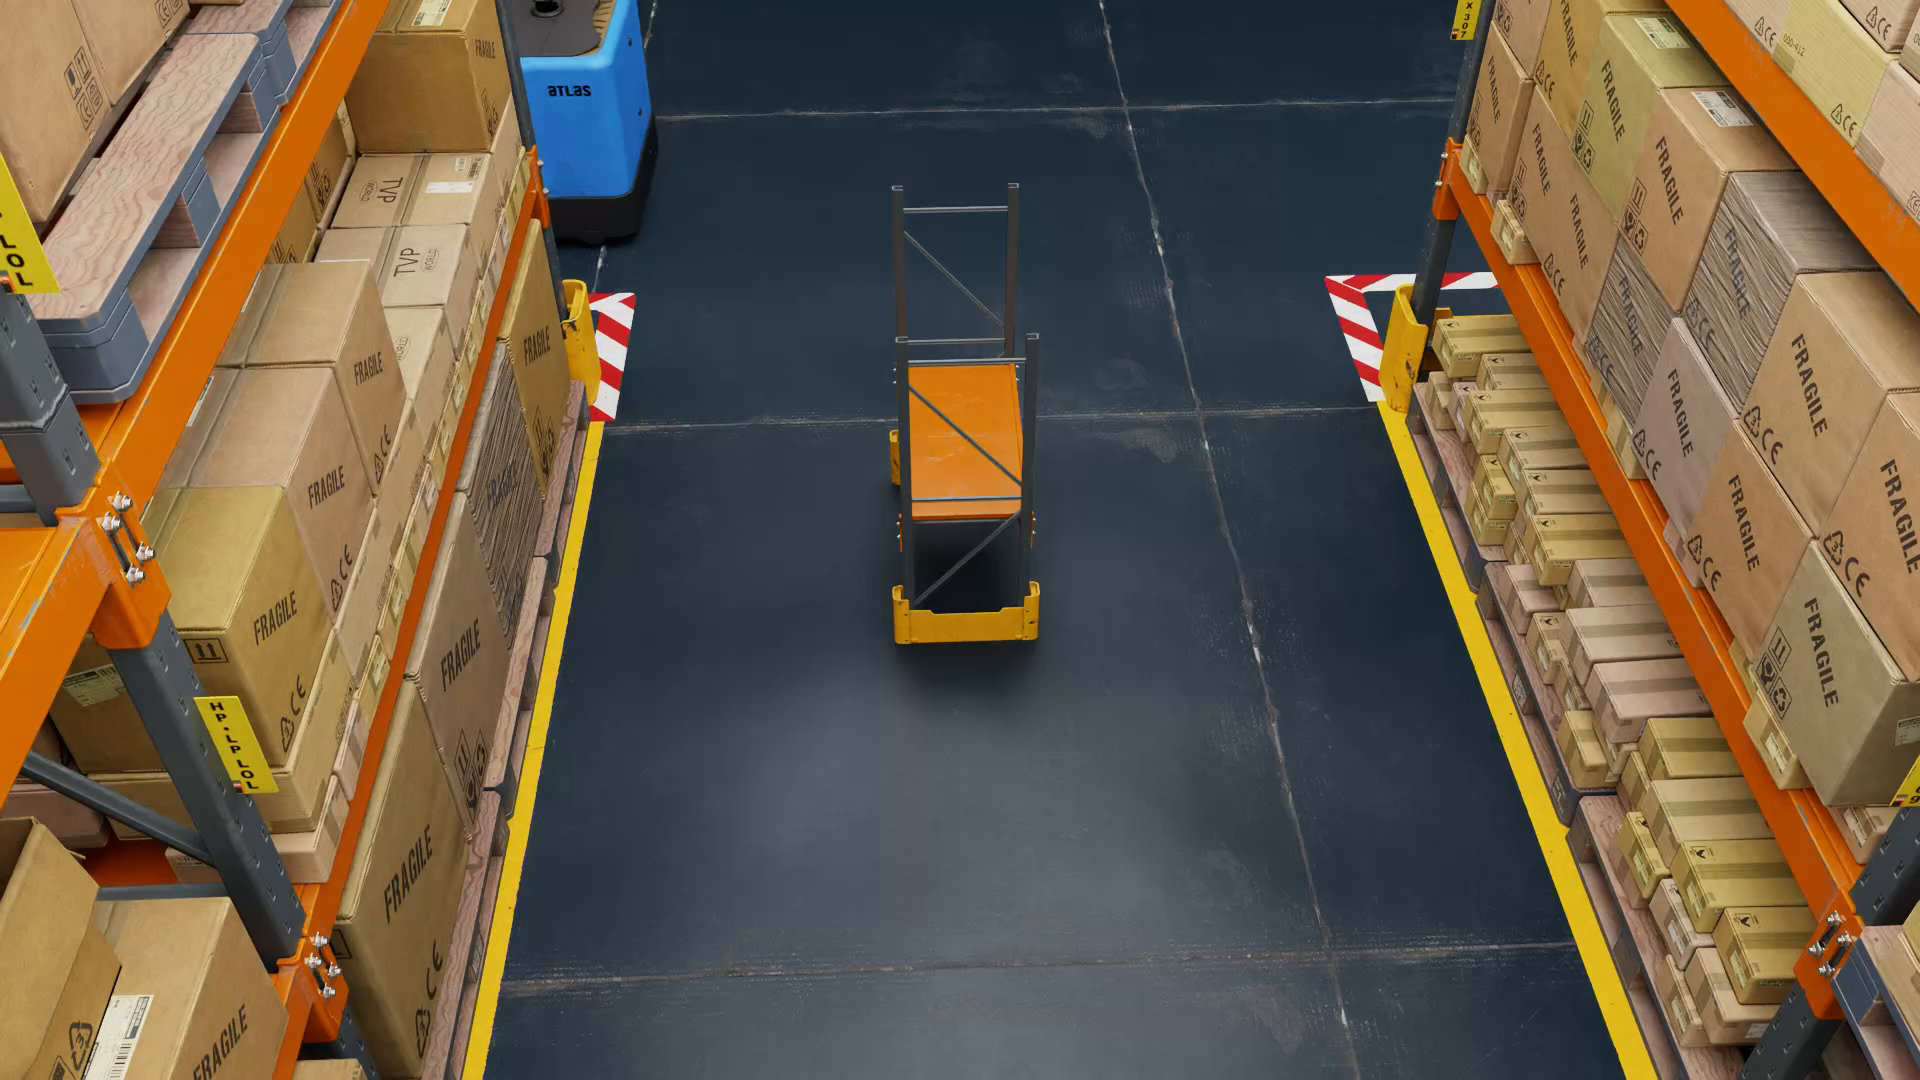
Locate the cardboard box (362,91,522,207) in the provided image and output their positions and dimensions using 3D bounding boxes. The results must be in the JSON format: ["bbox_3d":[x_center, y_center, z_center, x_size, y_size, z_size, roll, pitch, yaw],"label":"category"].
[{"bbox_3d":[-2.049,-1.553,6.615,0.500,0.250,0.500,-2,43,-2],"label":"cardboard box"}]

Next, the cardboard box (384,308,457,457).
[{"bbox_3d":[-1.980,-0.515,5.483,0.500,0.250,0.500,-2,43,-2],"label":"cardboard box"}]

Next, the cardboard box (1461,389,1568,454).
[{"bbox_3d":[2.323,-0.495,6.929,0.380,0.149,0.250,-2,43,-2],"label":"cardboard box"}]

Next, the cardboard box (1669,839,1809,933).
[{"bbox_3d":[2.470,1.081,5.210,0.380,0.149,0.250,-1,43,-1],"label":"cardboard box"}]

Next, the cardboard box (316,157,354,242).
[{"bbox_3d":[-2.555,-1.190,6.219,0.500,0.250,0.500,-2,43,-2],"label":"cardboard box"}]

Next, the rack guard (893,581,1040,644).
[{"bbox_3d":[0.024,0.296,6.743,0.587,0.250,0.087,-2,43,-2],"label":"rack guard"}]

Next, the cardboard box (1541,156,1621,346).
[{"bbox_3d":[2.425,-1.036,5.866,0.500,0.500,0.500,-1,43,-1],"label":"cardboard box"}]

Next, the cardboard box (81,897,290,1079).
[{"bbox_3d":[-1.872,1.153,3.698,0.500,0.500,0.500,-2,43,-2],"label":"cardboard box"}]

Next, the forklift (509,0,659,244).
[{"bbox_3d":[-3.250,-2.993,8.346,3.031,2.935,1.130,0,43,-1],"label":"forklift"}]

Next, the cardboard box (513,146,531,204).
[{"bbox_3d":[-1.990,-1.494,6.846,0.380,0.149,0.250,-1,43,-1],"label":"cardboard box"}]

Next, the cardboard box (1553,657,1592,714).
[{"bbox_3d":[2.450,0.573,6.204,0.380,0.149,0.250,-1,43,-1],"label":"cardboard box"}]

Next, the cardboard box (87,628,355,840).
[{"bbox_3d":[-1.923,0.503,4.372,0.500,0.250,0.500,-2,43,-3],"label":"cardboard box"}]

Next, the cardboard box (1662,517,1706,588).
[{"bbox_3d":[2.450,0.005,5.211,0.380,0.149,0.250,-3,43,-4],"label":"cardboard box"}]

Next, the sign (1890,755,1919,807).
[{"bbox_3d":[2.254,0.510,3.833,0.100,0.325,0.005,-2,43,-2],"label":"sign"}]

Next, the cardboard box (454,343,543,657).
[{"bbox_3d":[-2.189,-0.145,6.450,0.875,0.875,0.875,-2,43,-2],"label":"cardboard box"}]

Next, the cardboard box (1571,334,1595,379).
[{"bbox_3d":[2.439,-0.695,5.975,0.380,0.149,0.250,-2,43,-3],"label":"cardboard box"}]

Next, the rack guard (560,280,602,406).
[{"bbox_3d":[-2.335,-0.913,7.876,1.175,0.500,0.348,-2,43,-2],"label":"rack guard"}]

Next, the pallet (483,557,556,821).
[{"bbox_3d":[-2.173,0.569,6.473,1.003,0.211,1.213,-2,43,-2],"label":"pallet"}]

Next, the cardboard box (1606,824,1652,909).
[{"bbox_3d":[2.435,1.095,5.634,0.380,0.149,0.250,-3,43,-3],"label":"cardboard box"}]

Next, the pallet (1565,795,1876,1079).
[{"bbox_3d":[2.732,1.384,5.584,1.003,0.211,1.213,-2,43,-2],"label":"pallet"}]

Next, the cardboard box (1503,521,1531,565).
[{"bbox_3d":[2.446,0.054,6.770,0.380,0.149,0.250,-2,43,-2],"label":"cardboard box"}]

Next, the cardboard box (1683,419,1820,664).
[{"bbox_3d":[2.472,-0.007,4.744,0.500,0.500,0.500,-3,43,-3],"label":"cardboard box"}]

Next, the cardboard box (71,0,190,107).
[{"bbox_3d":[-2.276,-1.342,3.815,0.700,0.500,0.500,0,43,0],"label":"cardboard box"}]

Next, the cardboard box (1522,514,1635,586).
[{"bbox_3d":[2.384,0.036,6.349,0.380,0.149,0.250,-1,43,-1],"label":"cardboard box"}]

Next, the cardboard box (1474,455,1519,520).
[{"bbox_3d":[2.348,-0.219,6.848,0.380,0.149,0.250,0,43,0],"label":"cardboard box"}]

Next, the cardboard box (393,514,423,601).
[{"bbox_3d":[-1.892,0.060,5.150,0.380,0.149,0.250,-2,43,-2],"label":"cardboard box"}]

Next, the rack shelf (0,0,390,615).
[{"bbox_3d":[-2.249,-1.308,4.770,1.077,0.370,4.000,-2,43,-2],"label":"rack shelf"}]

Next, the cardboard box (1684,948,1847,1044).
[{"bbox_3d":[2.464,1.391,5.091,0.380,0.149,0.250,-1,43,-1],"label":"cardboard box"}]

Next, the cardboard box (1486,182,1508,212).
[{"bbox_3d":[2.364,-1.401,6.744,0.380,0.149,0.250,0,43,0],"label":"cardboard box"}]

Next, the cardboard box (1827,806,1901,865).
[{"bbox_3d":[2.549,0.715,4.436,0.380,0.149,0.250,-2,43,-2],"label":"cardboard box"}]

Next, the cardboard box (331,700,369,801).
[{"bbox_3d":[-1.856,0.588,4.574,0.380,0.149,0.250,-3,43,-3],"label":"cardboard box"}]

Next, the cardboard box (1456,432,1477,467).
[{"bbox_3d":[2.421,-0.459,7.330,0.380,0.149,0.250,-2,43,-2],"label":"cardboard box"}]

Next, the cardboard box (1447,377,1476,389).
[{"bbox_3d":[2.391,-0.745,7.421,0.380,0.149,0.250,0,43,0],"label":"cardboard box"}]

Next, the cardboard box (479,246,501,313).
[{"bbox_3d":[-1.958,-0.980,6.285,0.380,0.149,0.250,-1,43,-1],"label":"cardboard box"}]

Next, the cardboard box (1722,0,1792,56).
[{"bbox_3d":[2.453,-1.580,4.645,0.500,0.250,0.500,-2,43,-2],"label":"cardboard box"}]

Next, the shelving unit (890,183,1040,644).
[{"bbox_3d":[0.003,-0.501,6.687,0.587,1.500,1.083,-2,43,-2],"label":"shelving unit"}]

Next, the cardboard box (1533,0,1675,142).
[{"bbox_3d":[2.407,-1.756,5.912,0.500,0.500,0.500,-1,43,-1],"label":"cardboard box"}]

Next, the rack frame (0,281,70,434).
[{"bbox_3d":[-2.164,-1.329,2.040,1.000,3.000,0.127,-2,43,-2],"label":"rack frame"}]

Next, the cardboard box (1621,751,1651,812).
[{"bbox_3d":[2.499,0.856,5.675,0.380,0.149,0.250,-1,43,-1],"label":"cardboard box"}]

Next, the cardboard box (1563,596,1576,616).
[{"bbox_3d":[2.508,0.322,6.258,0.380,0.149,0.250,0,43,0],"label":"cardboard box"}]

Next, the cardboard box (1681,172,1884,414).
[{"bbox_3d":[2.470,-0.711,4.772,0.500,0.500,0.500,-1,43,-1],"label":"cardboard box"}]

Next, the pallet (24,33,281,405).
[{"bbox_3d":[-2.189,-0.743,3.687,1.003,0.211,1.213,-2,43,-2],"label":"pallet"}]

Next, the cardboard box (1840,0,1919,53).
[{"bbox_3d":[2.485,-1.434,4.116,0.500,0.250,0.500,0,43,0],"label":"cardboard box"}]

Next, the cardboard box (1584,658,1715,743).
[{"bbox_3d":[2.415,0.556,5.783,0.380,0.149,0.250,-4,43,-4],"label":"cardboard box"}]

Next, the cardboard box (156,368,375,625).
[{"bbox_3d":[-1.942,-0.112,4.488,0.500,0.500,0.500,-2,43,-2],"label":"cardboard box"}]

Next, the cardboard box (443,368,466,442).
[{"bbox_3d":[-1.925,-0.462,5.721,0.380,0.149,0.250,-1,43,-1],"label":"cardboard box"}]

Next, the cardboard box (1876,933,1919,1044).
[{"bbox_3d":[2.353,1.025,3.787,0.380,0.149,0.250,-4,43,-4],"label":"cardboard box"}]

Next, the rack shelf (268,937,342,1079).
[{"bbox_3d":[-2.079,2.498,2.837,1.077,0.370,4.000,-2,43,-2],"label":"rack shelf"}]

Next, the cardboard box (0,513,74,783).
[{"bbox_3d":[-2.451,0.249,4.094,0.500,0.500,0.500,-1,43,-1],"label":"cardboard box"}]

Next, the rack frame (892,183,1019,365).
[{"bbox_3d":[-0.018,-0.838,7.055,0.500,1.500,0.032,-2,43,-2],"label":"rack frame"}]
